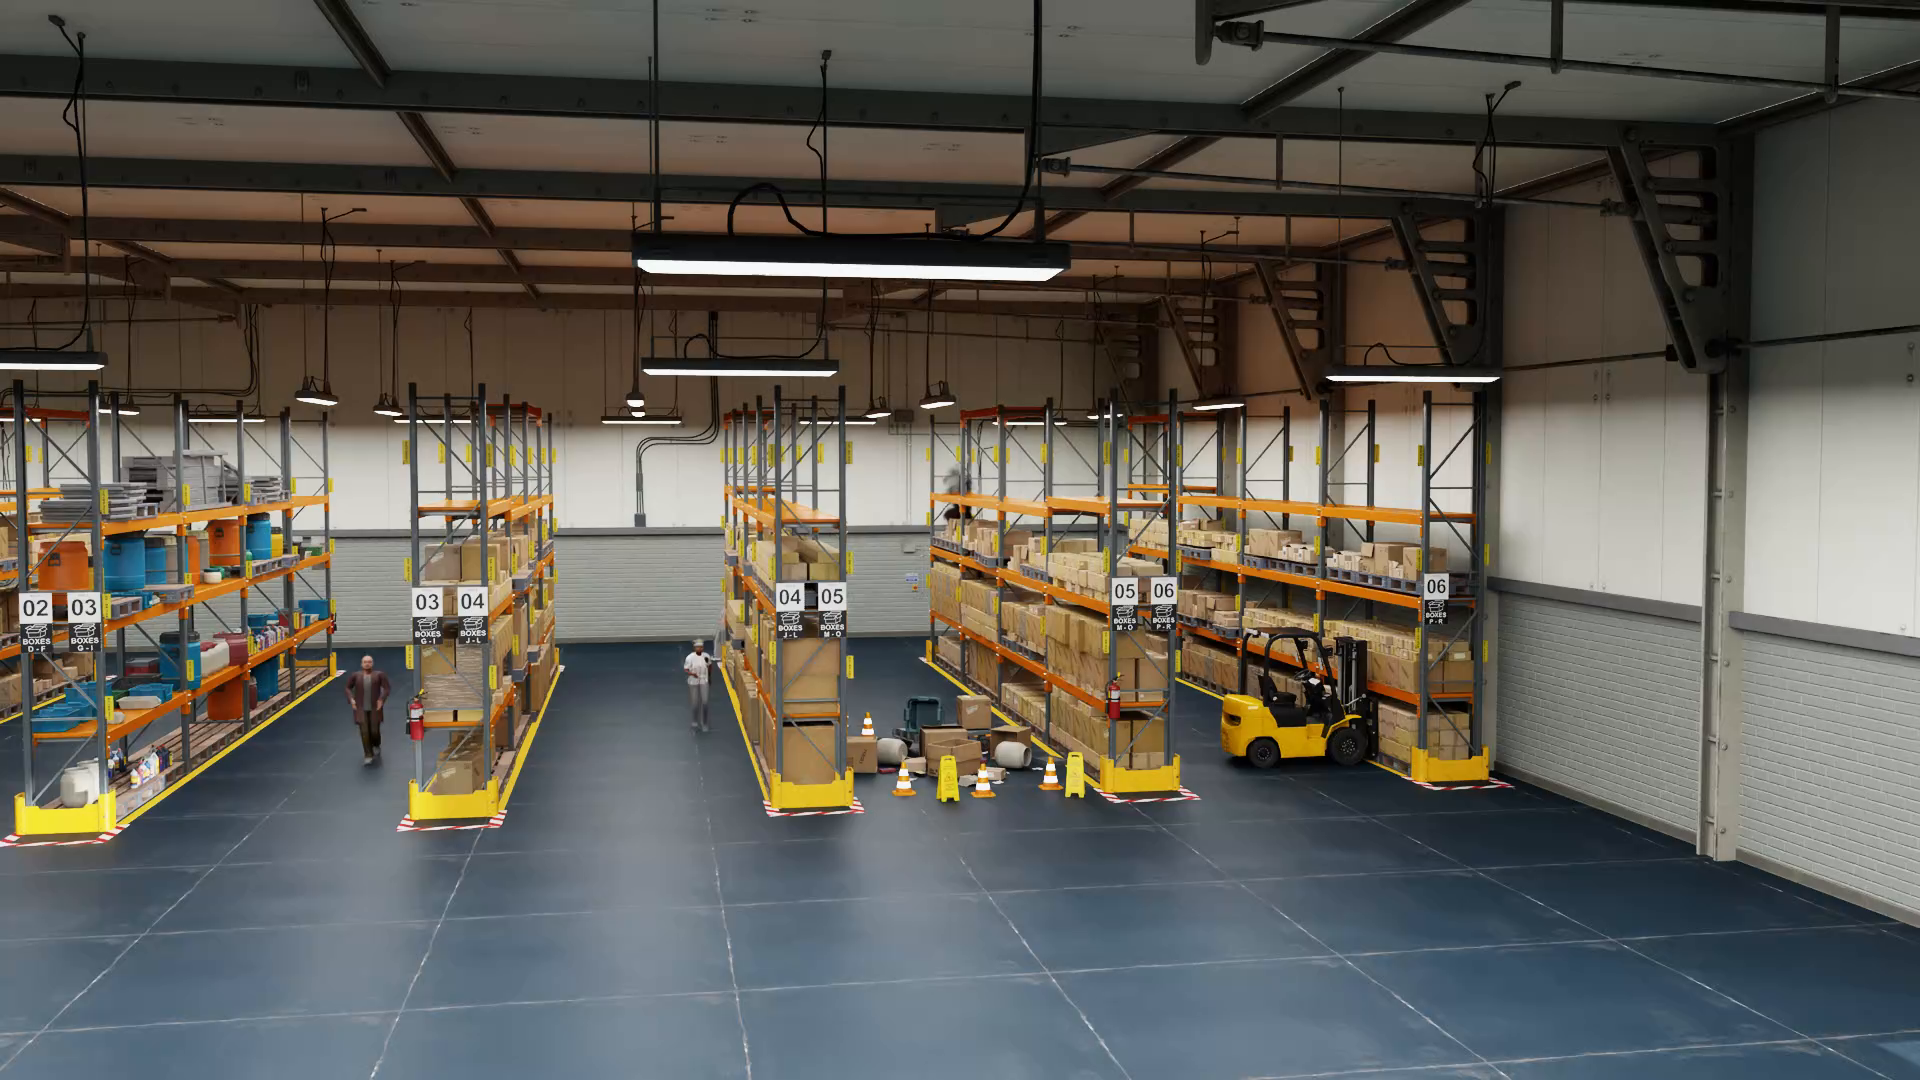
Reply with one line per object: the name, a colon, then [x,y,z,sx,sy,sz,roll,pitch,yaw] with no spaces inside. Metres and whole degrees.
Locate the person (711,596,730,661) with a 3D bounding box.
person: [-5.643,2.139,40.290,0.856,1.635,0.607,-1,3,-20]

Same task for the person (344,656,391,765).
person: [-9.668,2.752,27.133,0.723,1.745,0.734,-1,3,-16]

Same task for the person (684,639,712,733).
person: [-4.742,2.649,30.183,0.530,1.732,0.749,-1,3,-14]
